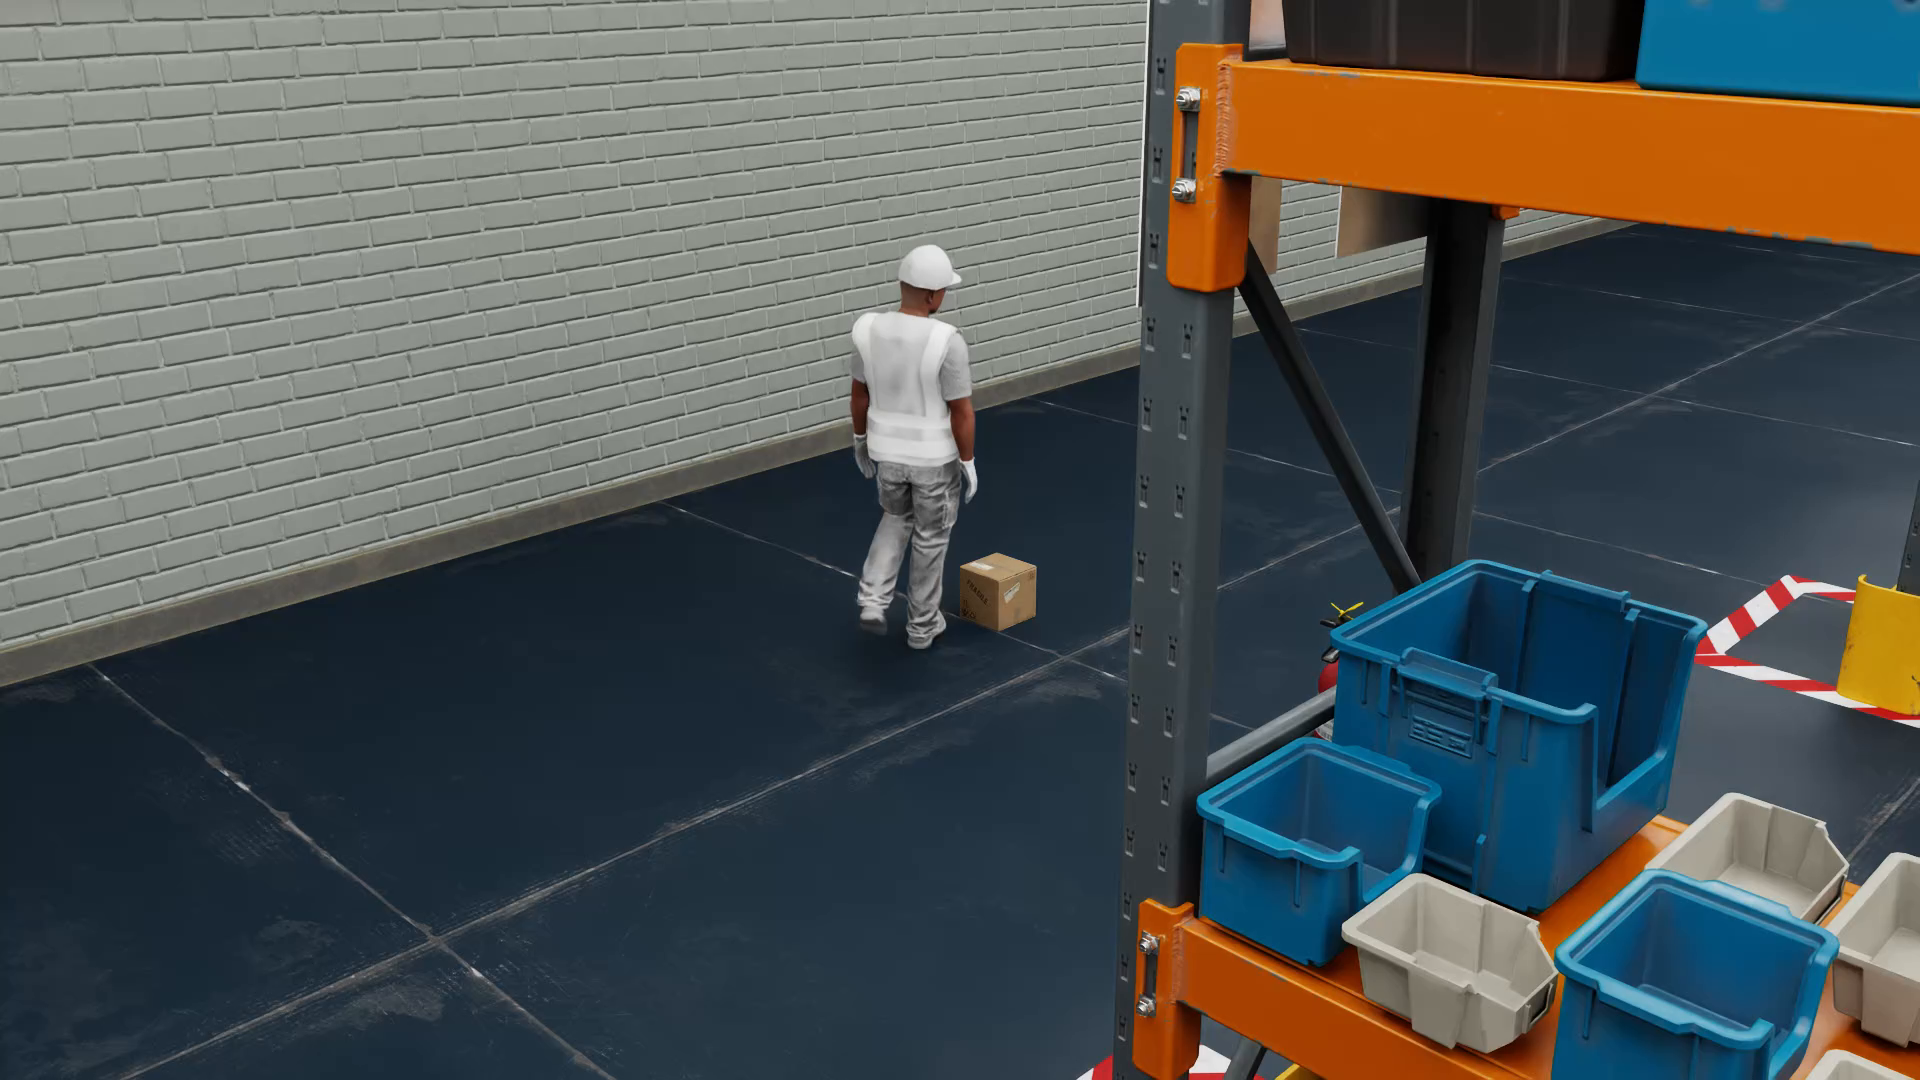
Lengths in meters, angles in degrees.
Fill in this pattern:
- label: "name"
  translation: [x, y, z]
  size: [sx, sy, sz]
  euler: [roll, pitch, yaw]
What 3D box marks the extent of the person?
- label: "person"
  translation: [-0.170, -0.375, 7.043]
  size: [0.595, 1.783, 0.460]
  euler: [9, 22, 24]
